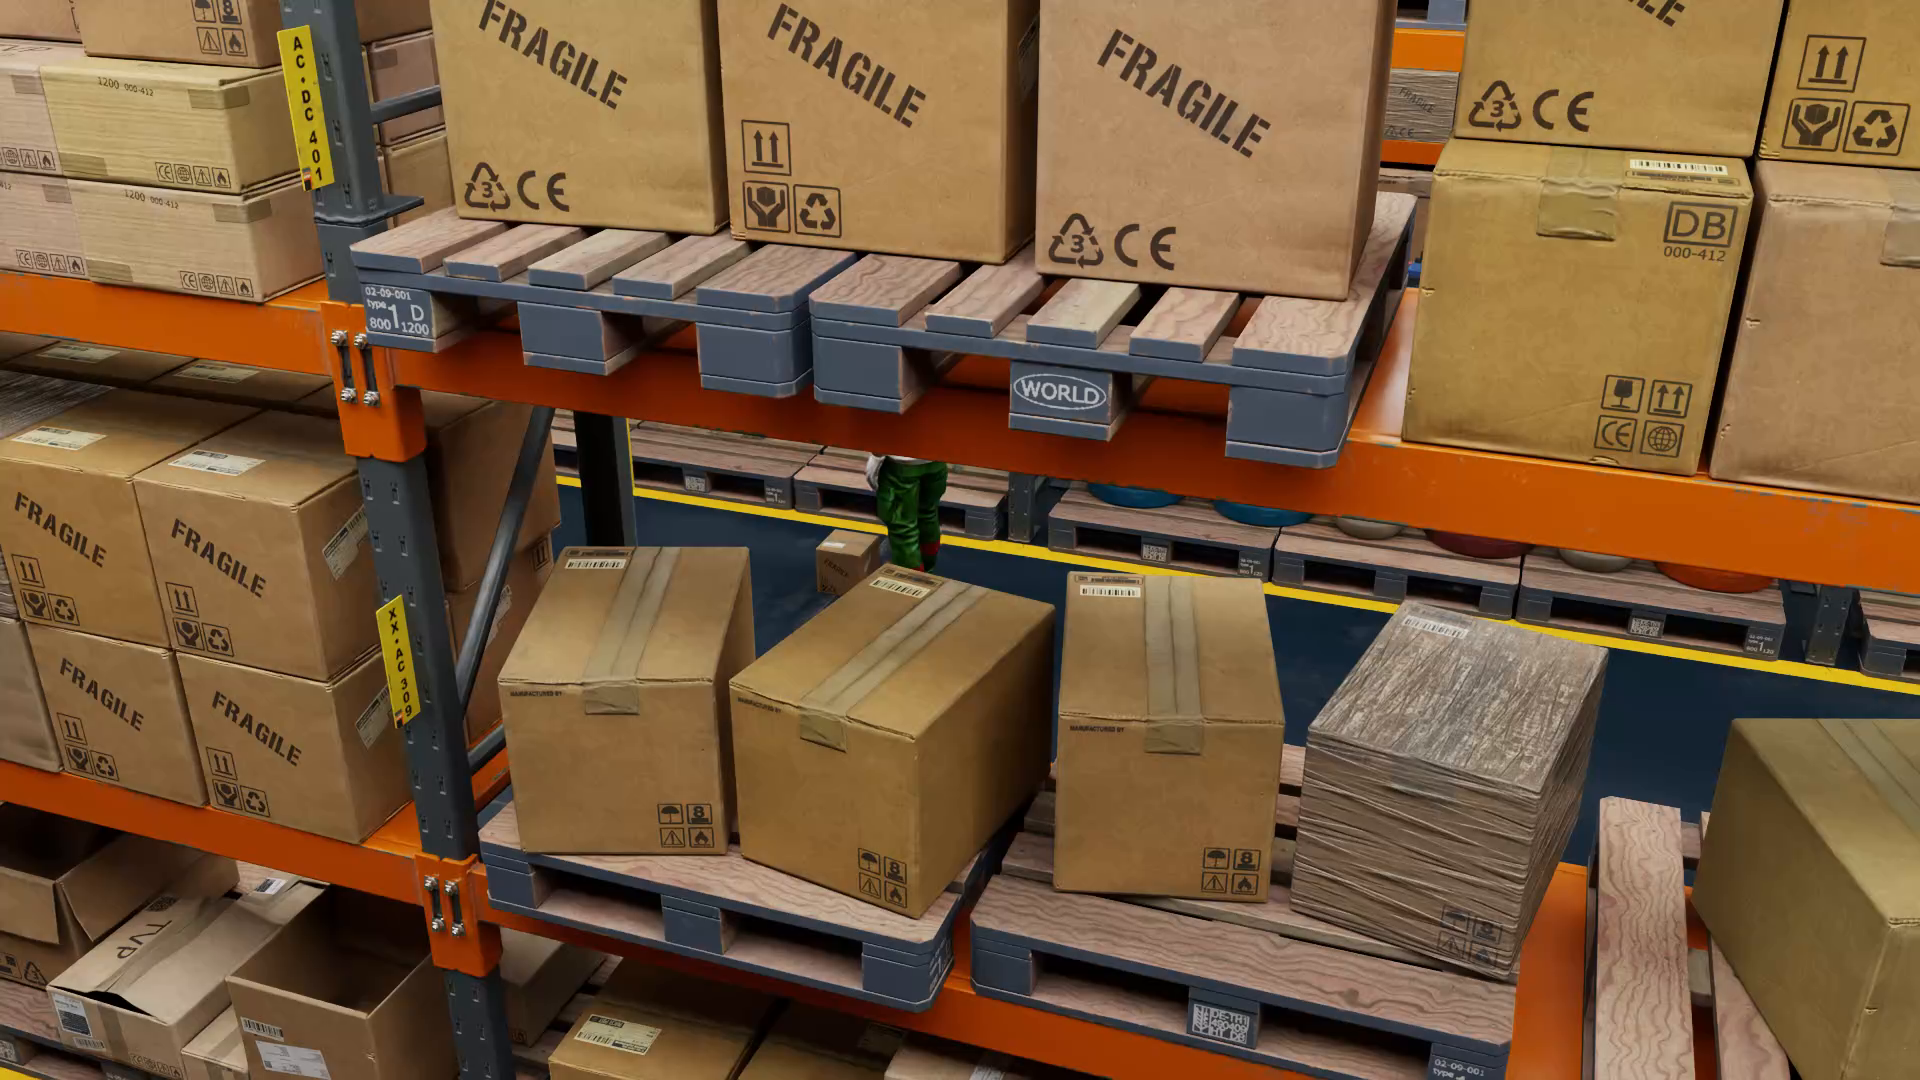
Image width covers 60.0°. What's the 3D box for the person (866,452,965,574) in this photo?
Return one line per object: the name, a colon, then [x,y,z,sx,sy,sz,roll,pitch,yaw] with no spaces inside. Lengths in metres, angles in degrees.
person: [-0.293,-0.476,8.068,0.551,1.786,0.633,-18,31,-33]
